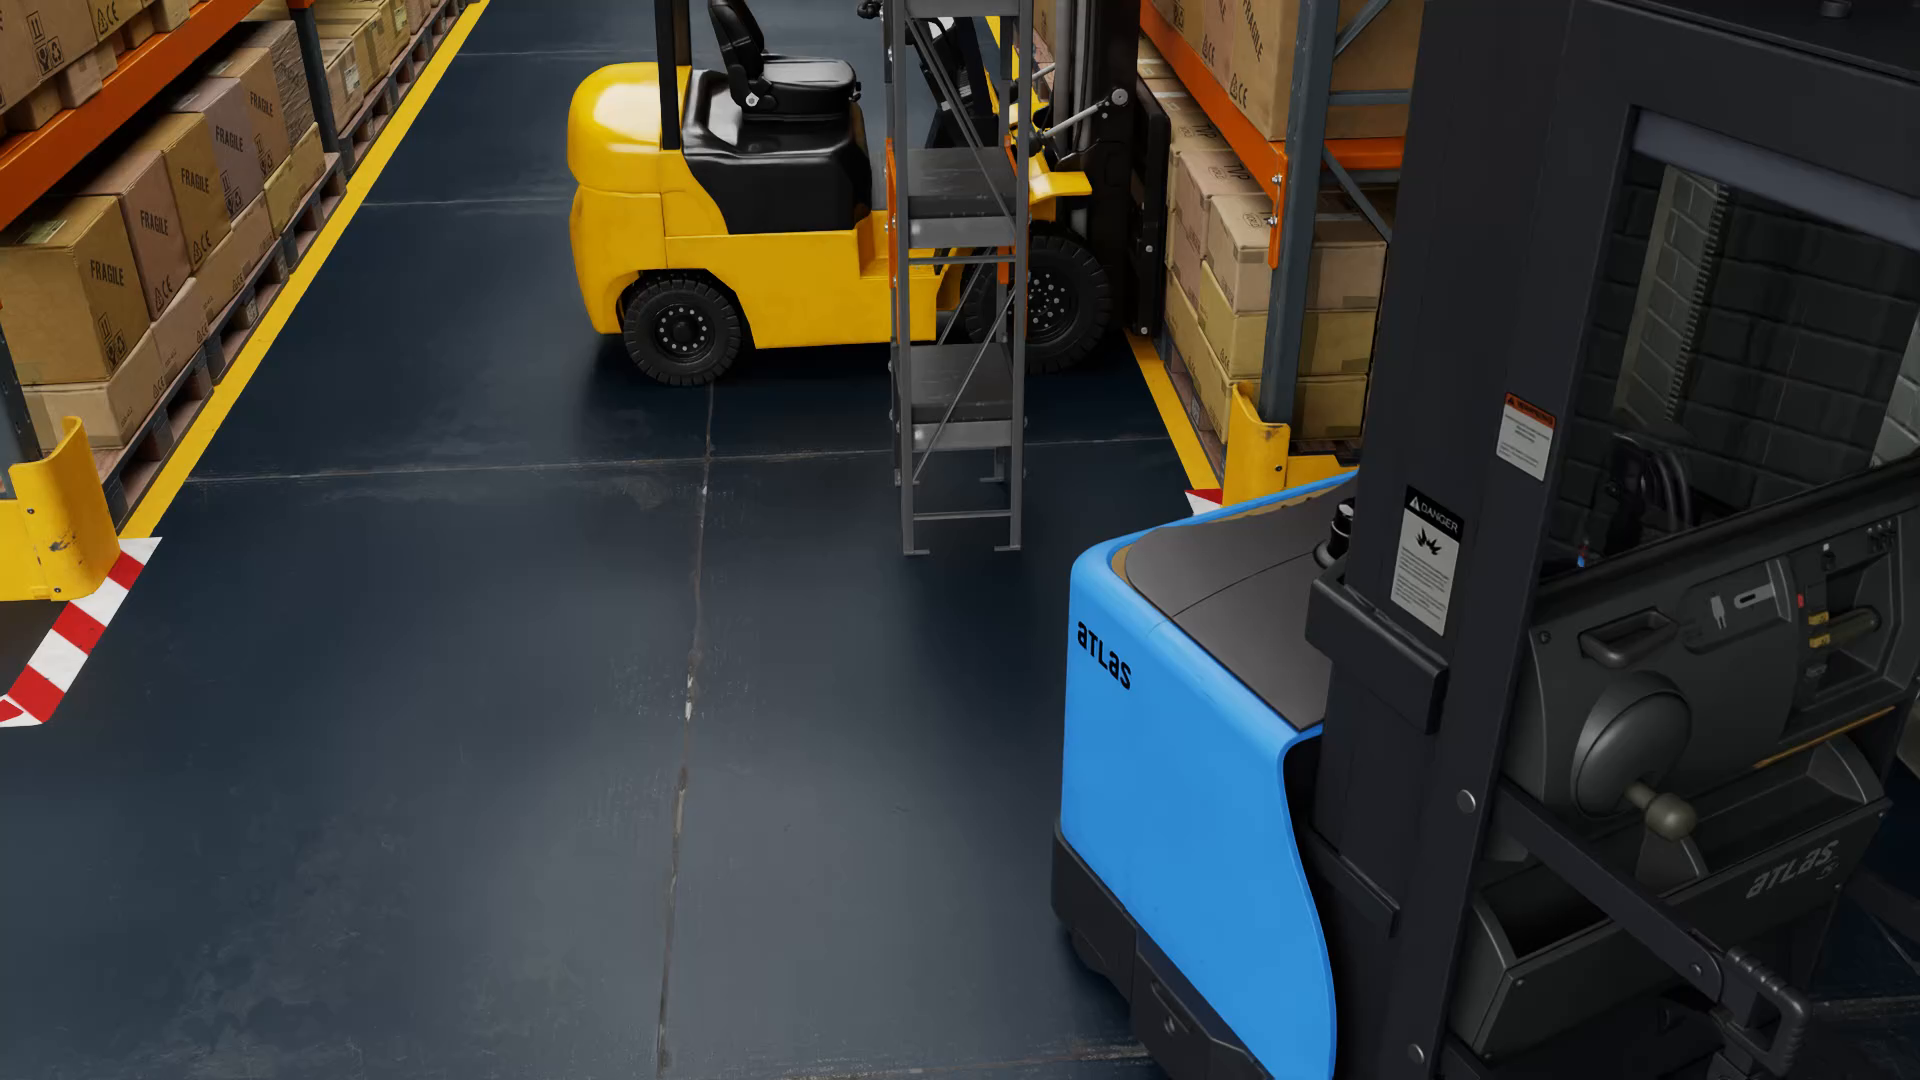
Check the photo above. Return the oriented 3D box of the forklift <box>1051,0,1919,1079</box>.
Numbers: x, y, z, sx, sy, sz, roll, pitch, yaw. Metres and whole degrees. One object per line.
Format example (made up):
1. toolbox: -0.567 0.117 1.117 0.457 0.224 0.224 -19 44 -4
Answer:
1. forklift: 1.361 0.235 2.499 1.130 2.935 3.031 -15 34 -24

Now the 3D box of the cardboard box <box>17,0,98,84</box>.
1. cardboard box: -3.246 -1.806 5.461 0.500 0.500 0.500 -2 31 -3

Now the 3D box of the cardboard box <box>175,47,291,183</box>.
1. cardboard box: -3.428 -1.931 7.599 0.500 0.500 0.500 -2 31 -4

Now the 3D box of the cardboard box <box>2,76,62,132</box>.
1. cardboard box: -3.233 -1.459 5.513 0.380 0.149 0.250 -4 31 -6

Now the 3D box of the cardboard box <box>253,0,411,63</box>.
1. cardboard box: -3.988 -3.200 10.335 0.950 0.372 0.625 -2 31 -3

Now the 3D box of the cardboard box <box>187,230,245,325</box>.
1. cardboard box: -3.330 -1.080 6.905 0.500 0.250 0.500 -1 31 -1

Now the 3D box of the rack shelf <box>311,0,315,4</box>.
1. rack shelf: -3.986 -3.871 10.007 1.077 0.370 4.000 -3 31 -5

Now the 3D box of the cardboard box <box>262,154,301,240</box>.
1. cardboard box: -3.417 -1.598 7.772 0.500 0.250 0.500 -4 31 -6

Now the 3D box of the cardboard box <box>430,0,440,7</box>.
1. cardboard box: -4.131 -3.964 11.614 0.950 0.372 0.625 -5 31 -8

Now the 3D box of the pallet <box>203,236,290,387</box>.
1. pallet: -3.585 -0.996 7.211 1.003 0.211 1.213 -3 31 -5

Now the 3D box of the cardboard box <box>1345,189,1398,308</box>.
1. cardboard box: 1.659 -1.039 5.862 0.500 0.250 0.500 -3 31 -5

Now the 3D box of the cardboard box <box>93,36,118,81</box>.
1. cardboard box: -3.269 -1.722 5.952 0.380 0.149 0.250 -2 31 -3

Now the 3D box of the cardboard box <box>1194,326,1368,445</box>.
1. cardboard box: 1.157 -0.581 6.069 0.500 0.250 0.500 -3 31 -4

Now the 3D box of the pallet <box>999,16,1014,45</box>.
1. pallet: 0.806 -3.821 11.941 1.003 0.211 1.213 -3 31 -5

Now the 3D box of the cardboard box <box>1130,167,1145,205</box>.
1. cardboard box: 1.011 -1.579 7.252 0.500 0.250 0.500 -3 31 -5

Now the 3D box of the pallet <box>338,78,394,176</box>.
1. pallet: -3.874 -2.359 9.493 1.003 0.211 1.213 -3 31 -5

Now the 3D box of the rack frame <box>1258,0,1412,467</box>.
1. rack frame: 1.516 -1.356 5.095 1.000 3.000 0.127 -3 31 -5

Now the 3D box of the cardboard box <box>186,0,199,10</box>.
1. cardboard box: -3.374 -2.250 6.838 0.380 0.149 0.250 -3 31 -5

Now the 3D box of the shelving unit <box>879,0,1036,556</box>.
1. shelving unit: -0.015 -0.986 5.353 0.431 2.100 0.503 -3 31 -5

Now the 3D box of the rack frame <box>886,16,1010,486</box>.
1. rack frame: -0.038 -1.111 5.562 0.400 2.100 0.015 -3 31 -5

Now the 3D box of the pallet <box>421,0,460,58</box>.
1. pallet: -4.102 -3.604 11.579 1.003 0.211 1.213 -3 31 -5

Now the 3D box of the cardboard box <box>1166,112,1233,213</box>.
1. cardboard box: 1.052 -1.523 6.671 0.500 0.250 0.500 -2 31 -4

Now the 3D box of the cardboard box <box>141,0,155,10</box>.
1. cardboard box: -3.350 -2.326 6.331 0.500 0.500 0.500 -3 31 -6

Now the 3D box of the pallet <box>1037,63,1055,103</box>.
1. pallet: 1.034 -2.575 9.856 1.003 0.211 1.213 -3 31 -5

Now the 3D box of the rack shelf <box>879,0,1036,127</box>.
1. rack shelf: -0.015 -1.575 5.001 0.431 0.518 0.480 -3 31 -5

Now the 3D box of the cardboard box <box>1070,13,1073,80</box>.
1. cardboard box: 1.082 -2.825 9.460 0.875 0.625 0.625 -1 31 -2

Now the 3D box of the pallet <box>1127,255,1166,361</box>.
1. pallet: 1.292 -1.169 7.501 1.003 0.211 1.213 -3 31 -5

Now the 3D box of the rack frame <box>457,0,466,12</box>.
1. rack frame: -4.173 -5.201 11.532 1.000 3.000 0.127 -3 31 -5

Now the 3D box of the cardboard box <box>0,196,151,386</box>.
1. cardboard box: -3.229 -0.875 5.831 0.500 0.500 0.500 -4 31 -6

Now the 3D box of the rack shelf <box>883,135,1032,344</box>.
1. rack shelf: -0.015 -0.974 5.360 0.431 0.518 0.480 -3 31 -5

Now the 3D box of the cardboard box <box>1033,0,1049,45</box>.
1. cardboard box: 0.945 -3.605 10.767 0.875 0.625 0.625 -4 31 -7

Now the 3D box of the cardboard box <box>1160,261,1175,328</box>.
1. cardboard box: 1.082 -1.091 6.923 0.500 0.250 0.500 -2 31 -4

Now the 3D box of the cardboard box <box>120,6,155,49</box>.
1. cardboard box: -3.349 -1.990 6.401 0.380 0.149 0.250 -4 31 -6

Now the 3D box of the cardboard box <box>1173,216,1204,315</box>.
1. cardboard box: 1.123 -1.060 6.385 0.500 0.250 0.500 -3 31 -5

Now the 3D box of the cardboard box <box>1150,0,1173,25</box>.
1. cardboard box: 1.063 -2.421 6.780 0.500 0.500 0.500 -3 31 -4

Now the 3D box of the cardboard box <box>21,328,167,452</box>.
1. cardboard box: -3.226 -0.541 6.003 0.500 0.250 0.500 -3 31 -5

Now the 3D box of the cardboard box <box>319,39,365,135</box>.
1. cardboard box: -3.851 -2.478 9.127 0.950 0.372 0.625 -2 31 -4

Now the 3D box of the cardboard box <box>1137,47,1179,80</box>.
1. cardboard box: 0.970 -2.050 7.554 0.500 0.250 0.500 -2 31 -3

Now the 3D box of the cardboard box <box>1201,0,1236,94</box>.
1. cardboard box: 1.169 -1.903 5.913 0.500 0.500 0.500 -2 31 -3

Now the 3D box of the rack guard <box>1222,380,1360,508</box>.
1. rack guard: 1.518 -0.271 5.715 1.175 0.500 0.348 -3 31 -5

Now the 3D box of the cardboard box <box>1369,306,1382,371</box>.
1. cardboard box: 1.679 -0.820 5.983 0.500 0.250 0.500 -2 31 -4

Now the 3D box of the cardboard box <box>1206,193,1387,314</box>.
1. cardboard box: 1.162 -1.005 5.805 0.500 0.250 0.500 -2 31 -3

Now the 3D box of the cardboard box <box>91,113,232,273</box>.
1. cardboard box: -3.321 -1.398 6.707 0.500 0.500 0.500 -2 31 -4

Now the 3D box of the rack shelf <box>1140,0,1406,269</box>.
1. rack shelf: 1.329 -2.068 6.989 1.077 0.370 4.000 -3 31 -5
